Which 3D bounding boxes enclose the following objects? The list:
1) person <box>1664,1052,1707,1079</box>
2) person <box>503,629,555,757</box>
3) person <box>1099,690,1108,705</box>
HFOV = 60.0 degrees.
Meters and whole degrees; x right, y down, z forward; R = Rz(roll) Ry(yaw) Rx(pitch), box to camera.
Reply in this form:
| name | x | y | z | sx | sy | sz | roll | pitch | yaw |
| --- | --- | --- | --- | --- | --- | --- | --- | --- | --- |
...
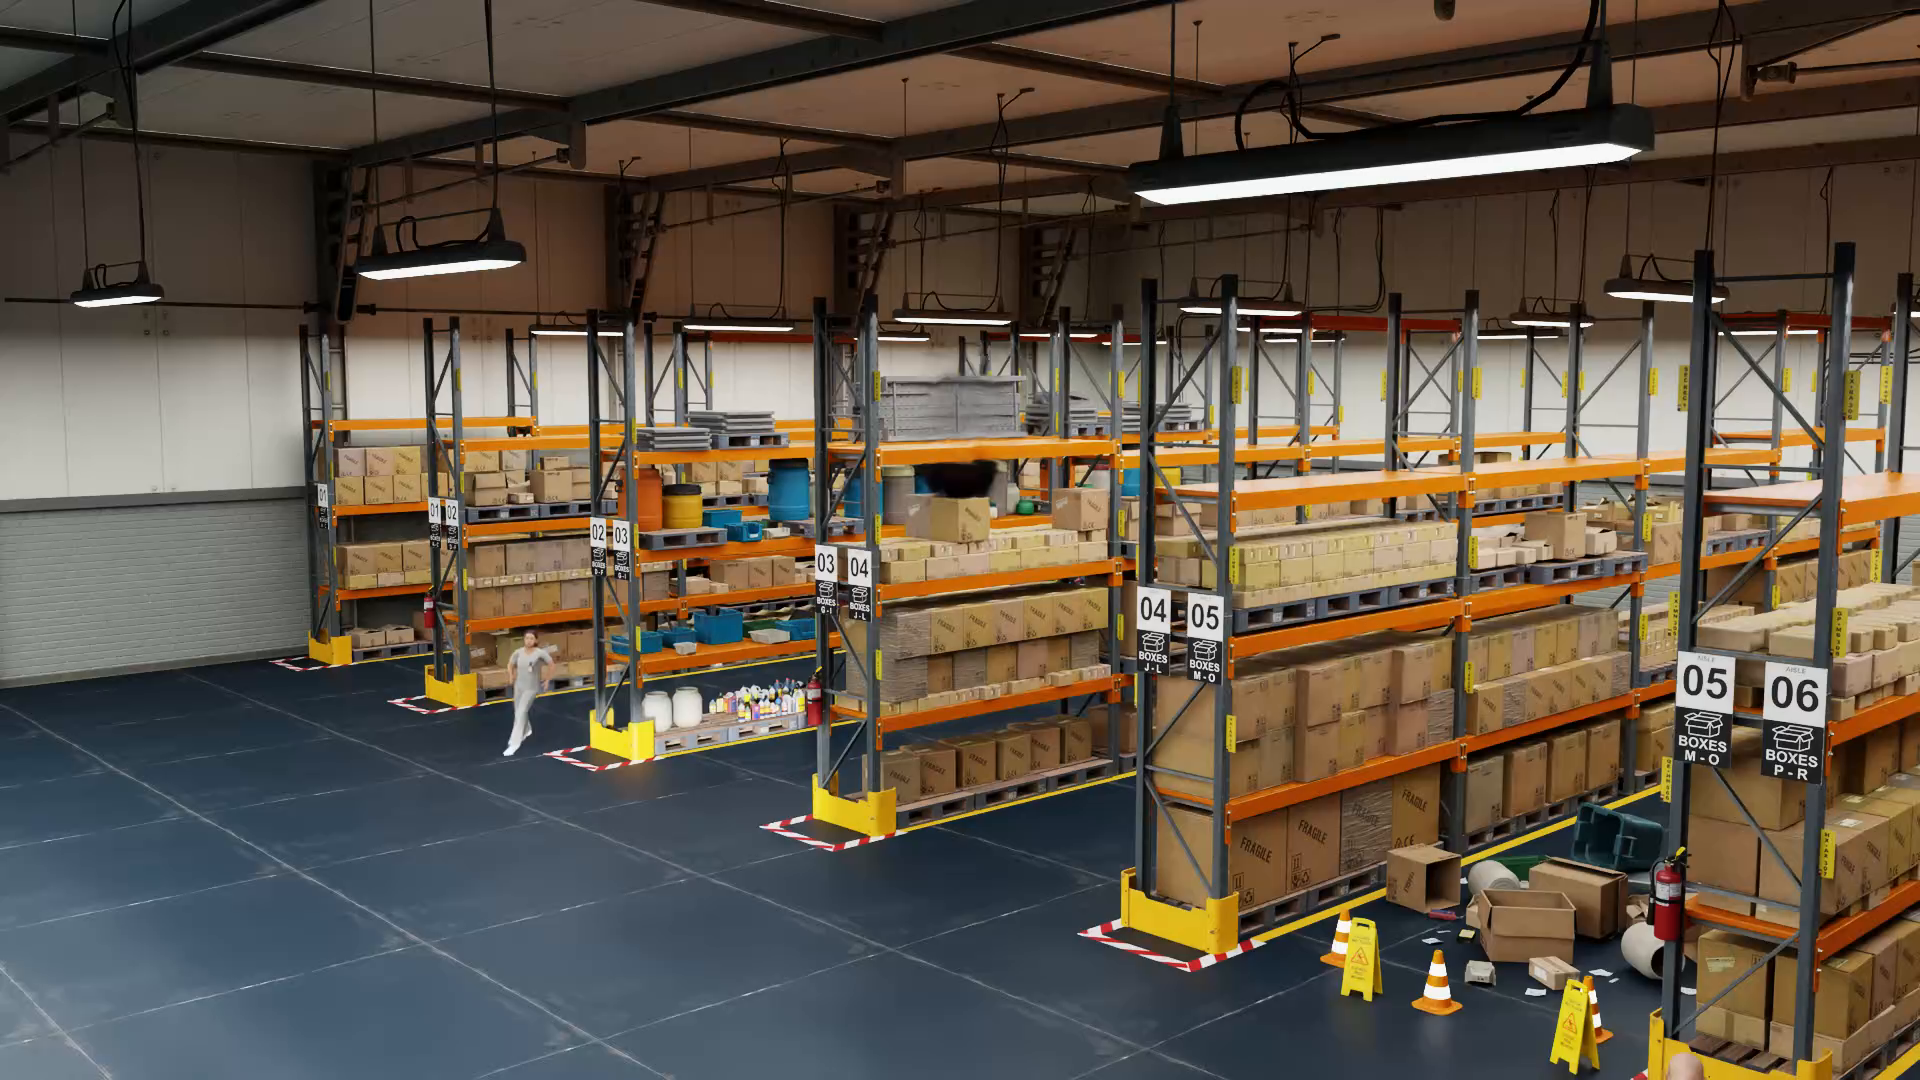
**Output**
| name | x | y | z | sx | sy | sz | roll | pitch | yaw |
| --- | --- | --- | --- | --- | --- | --- | --- | --- | --- |
| person | 3.722 | 3.462 | 8.598 | 0.732 | 1.831 | 1.019 | 2 | 6 | 22 |
| person | -5.908 | 2.049 | 22.695 | 0.643 | 1.678 | 0.868 | 1 | 6 | 14 |
| person | 2.225 | 1.800 | 25.066 | 0.669 | 1.684 | 0.760 | 5 | 7 | 40 |
